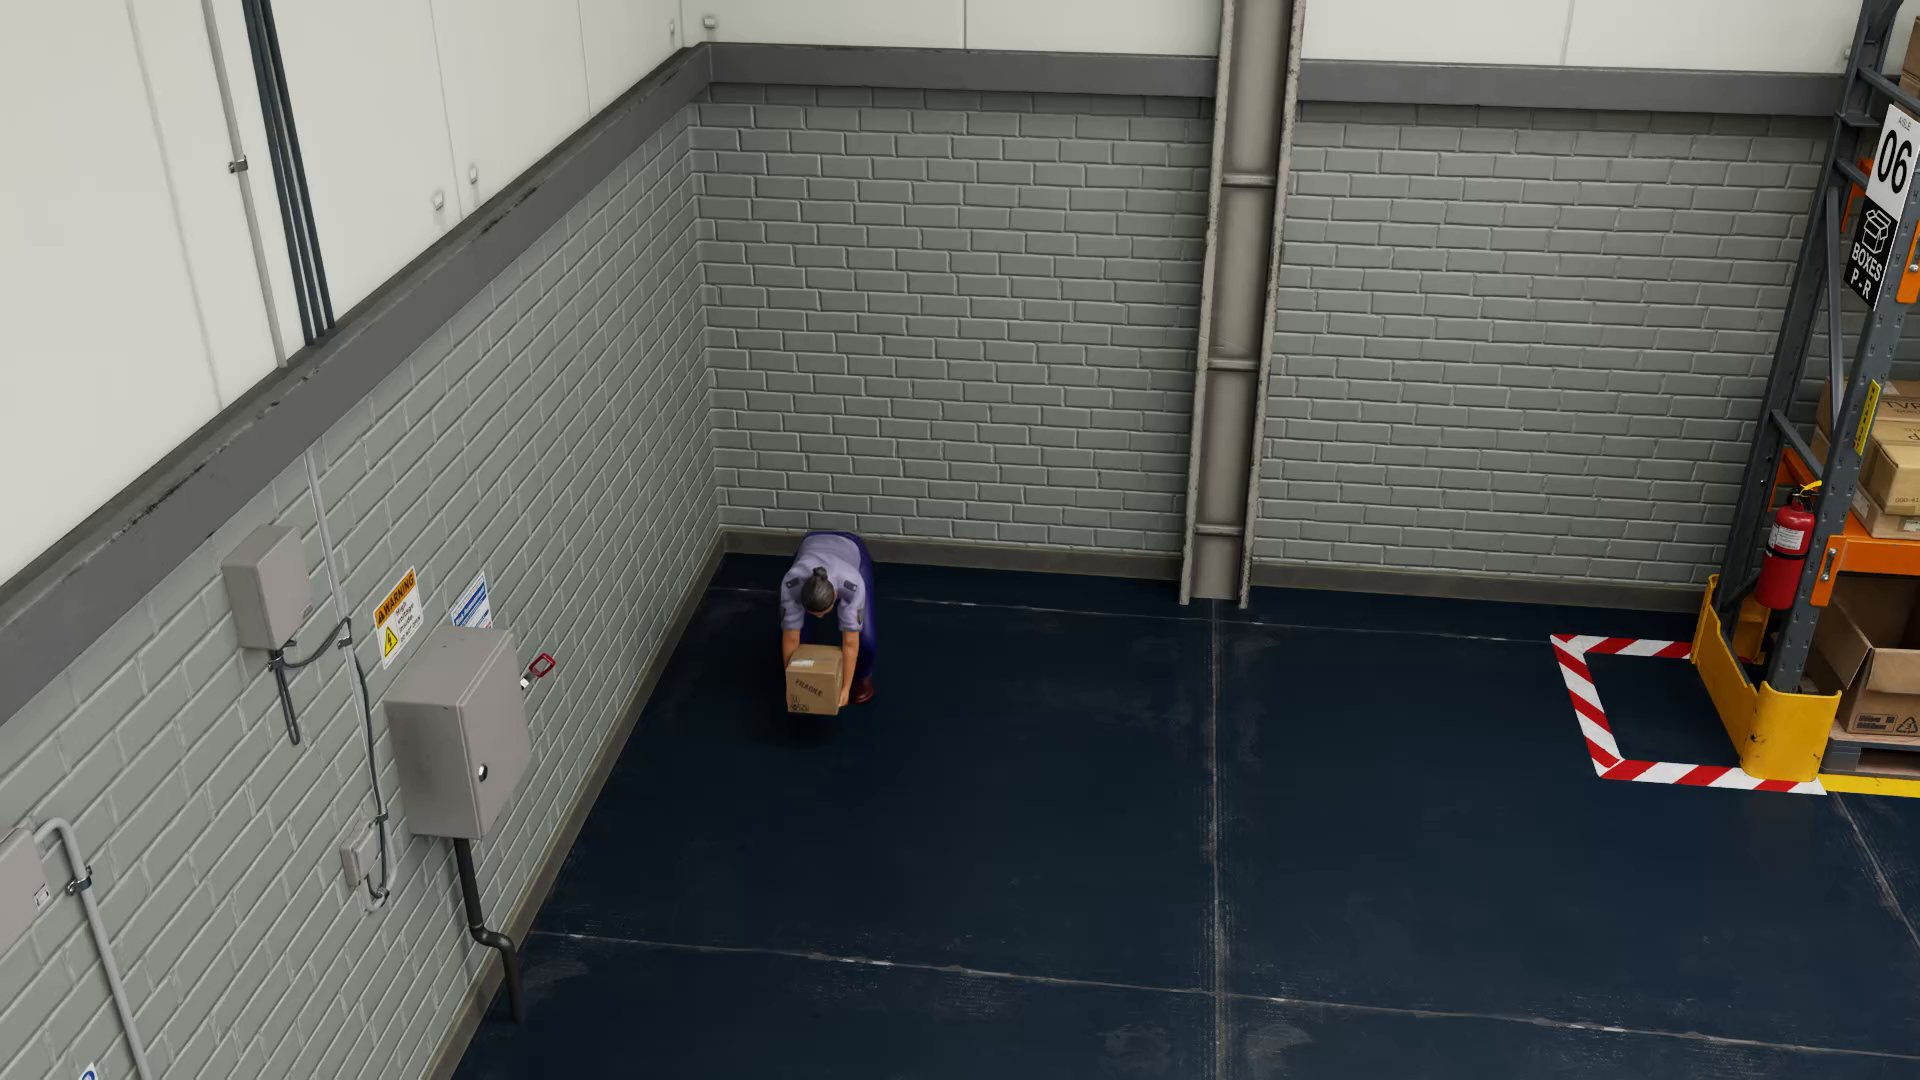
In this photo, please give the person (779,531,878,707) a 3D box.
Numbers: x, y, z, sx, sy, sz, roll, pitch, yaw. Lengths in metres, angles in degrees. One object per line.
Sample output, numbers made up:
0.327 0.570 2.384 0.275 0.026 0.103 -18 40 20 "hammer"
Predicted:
-0.680 0.436 8.537 0.518 0.983 0.893 2 29 4 "person"
